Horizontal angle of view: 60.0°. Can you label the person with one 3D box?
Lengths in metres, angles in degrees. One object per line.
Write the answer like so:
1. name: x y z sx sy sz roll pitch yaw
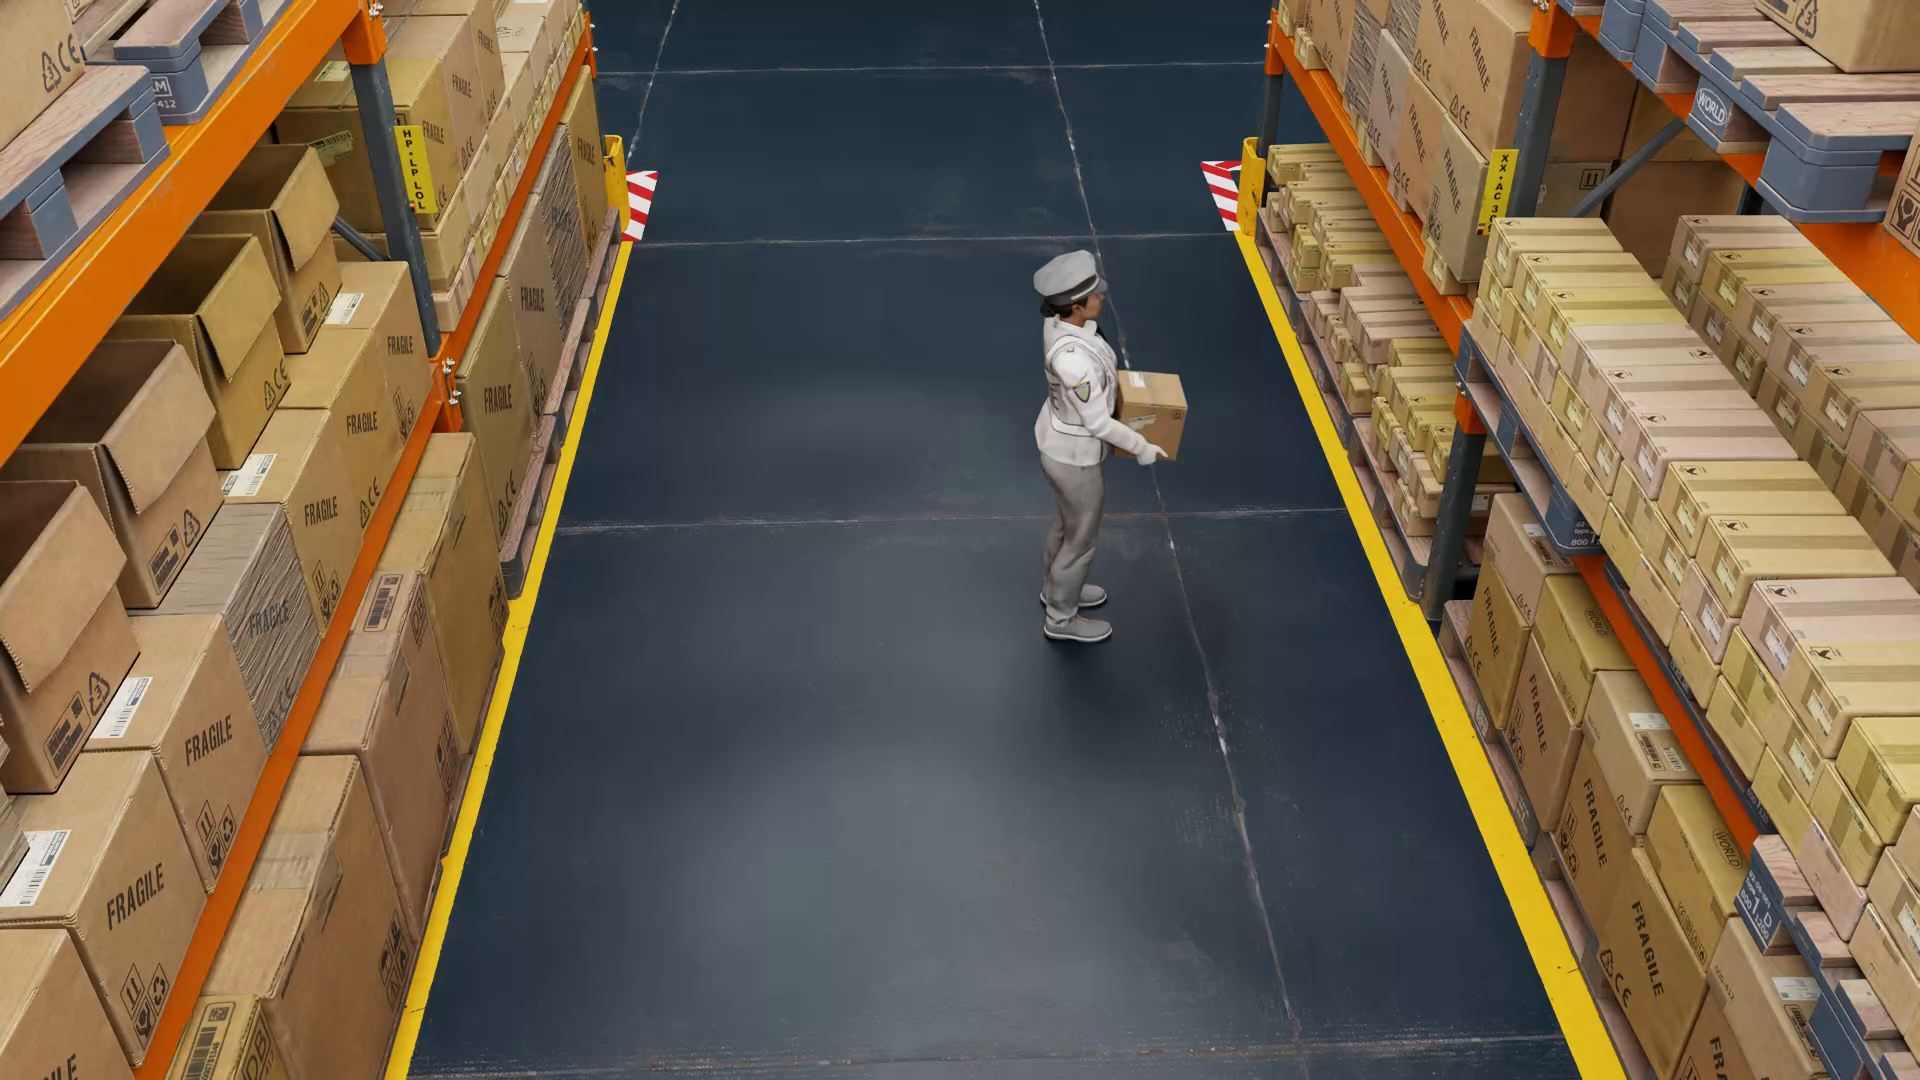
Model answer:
1. person: 0.541 -0.357 6.629 0.532 1.690 0.459 -1 35 -2
